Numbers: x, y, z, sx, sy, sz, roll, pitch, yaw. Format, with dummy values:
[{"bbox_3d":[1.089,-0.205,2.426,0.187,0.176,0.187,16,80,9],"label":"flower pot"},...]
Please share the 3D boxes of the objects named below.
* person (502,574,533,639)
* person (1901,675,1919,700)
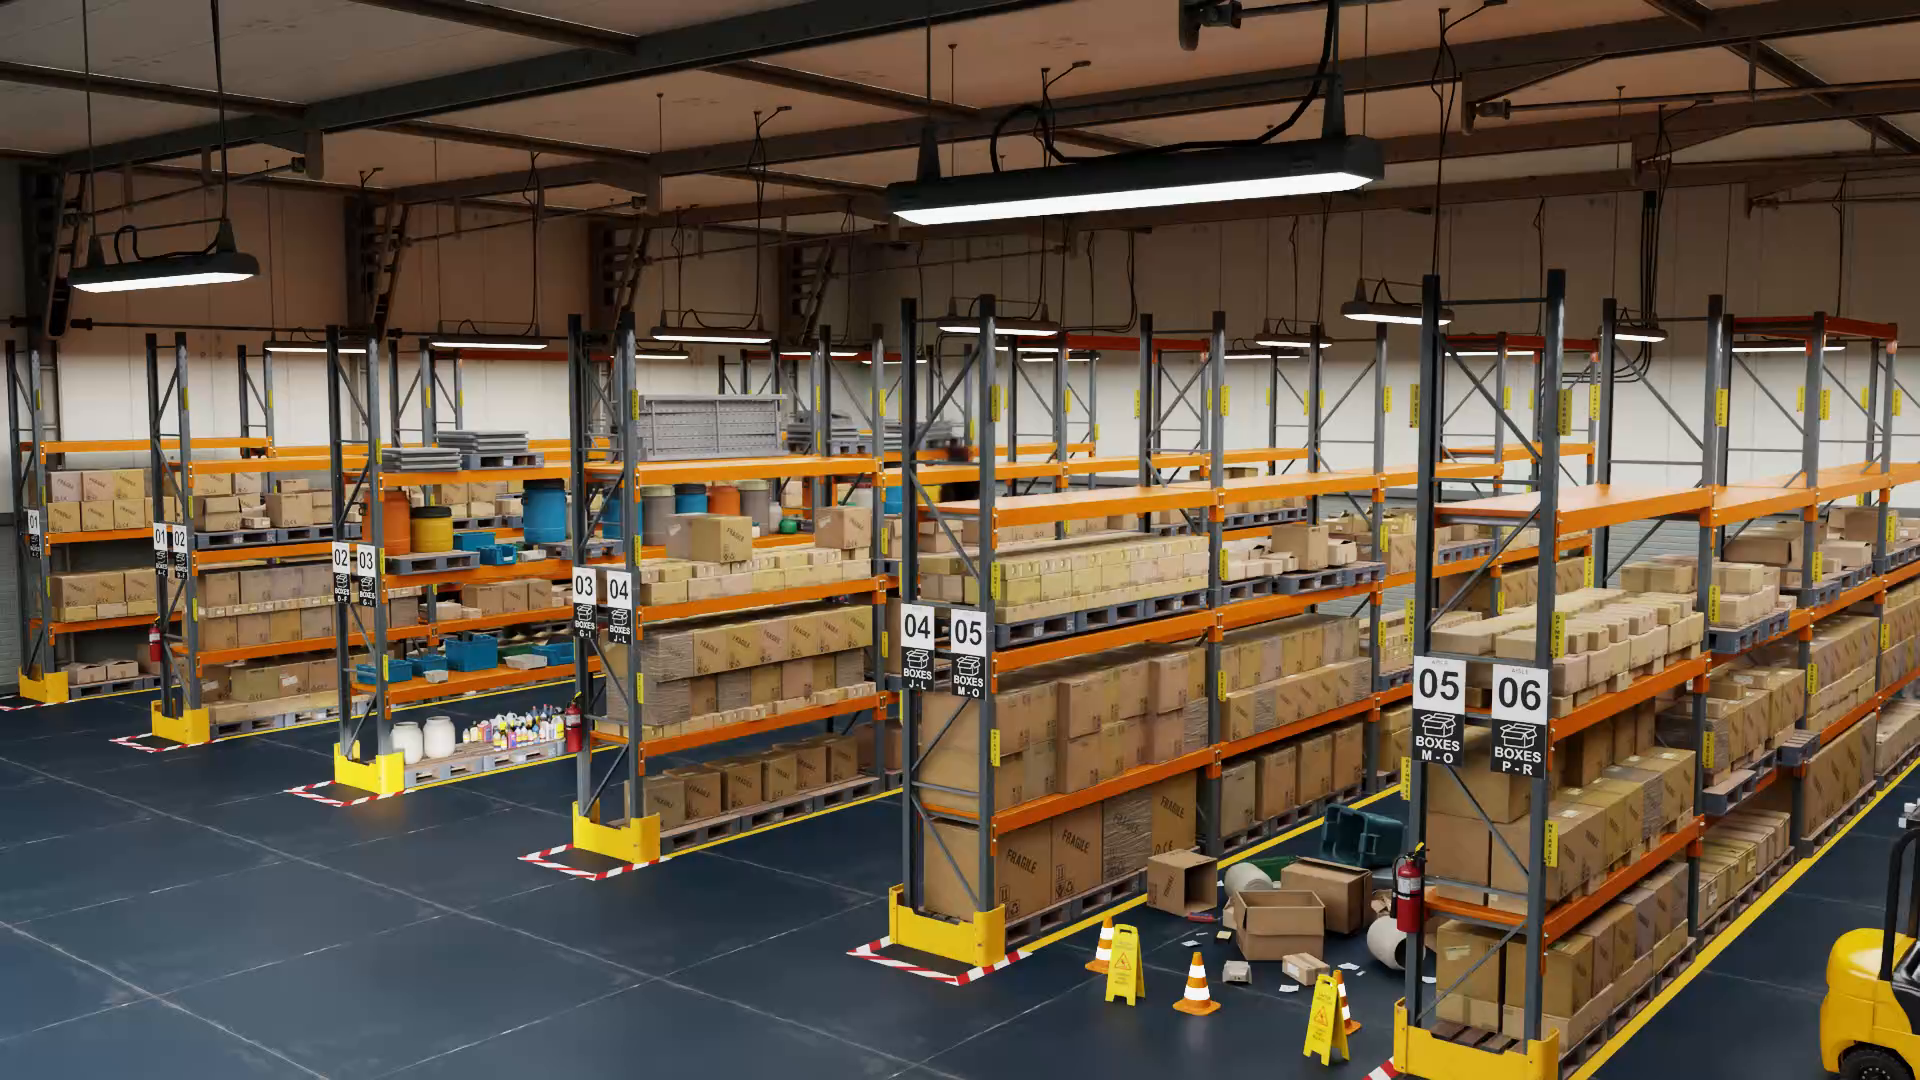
[{"bbox_3d":[-8.271,1.447,31.140,0.695,1.780,1.046,3,6,31],"label":"person"},{"bbox_3d":[14.731,2.003,25.621,0.717,1.749,0.739,-2,6,-23],"label":"person"}]
